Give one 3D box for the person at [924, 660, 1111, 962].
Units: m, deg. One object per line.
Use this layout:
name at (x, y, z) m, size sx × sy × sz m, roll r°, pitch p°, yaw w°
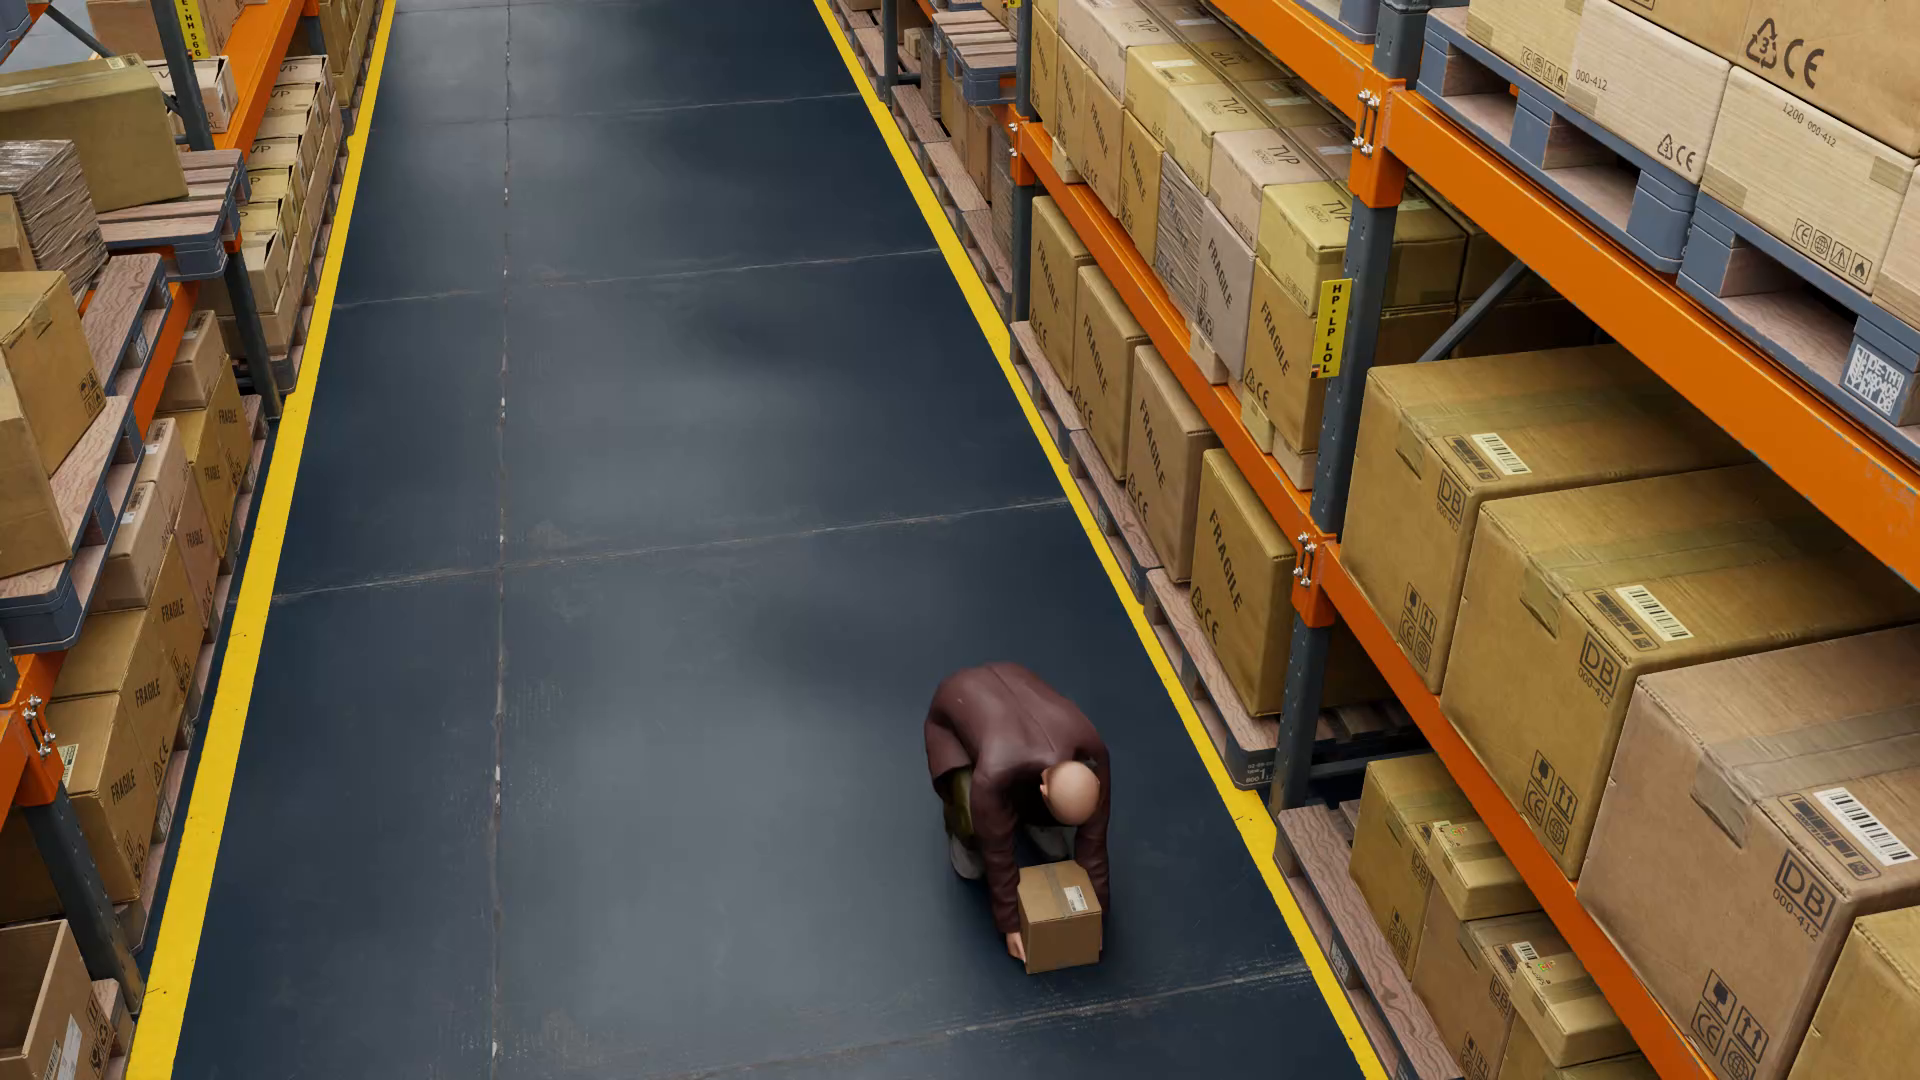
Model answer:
person at (0.202, 0.877, 5.758) m, size 0.577 × 0.804 × 0.953 m, roll -11°, pitch 35°, yaw -16°
